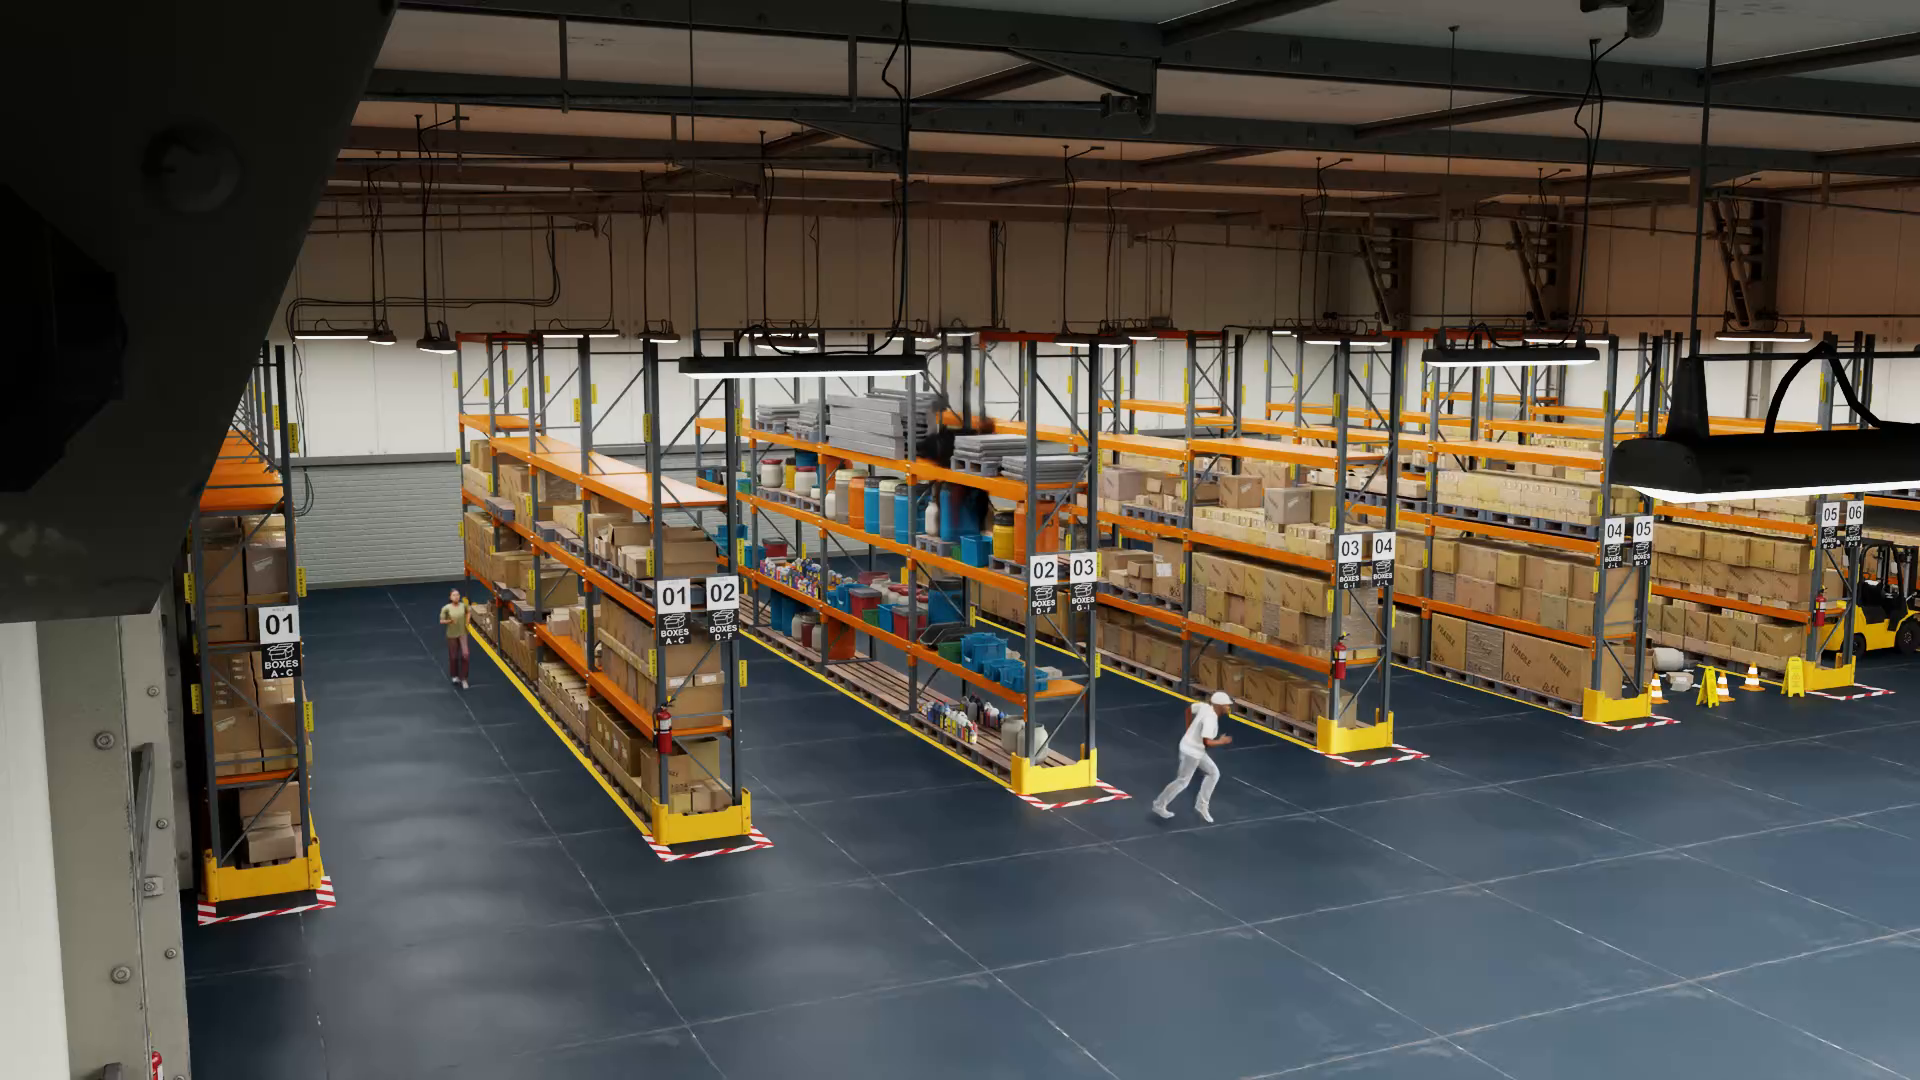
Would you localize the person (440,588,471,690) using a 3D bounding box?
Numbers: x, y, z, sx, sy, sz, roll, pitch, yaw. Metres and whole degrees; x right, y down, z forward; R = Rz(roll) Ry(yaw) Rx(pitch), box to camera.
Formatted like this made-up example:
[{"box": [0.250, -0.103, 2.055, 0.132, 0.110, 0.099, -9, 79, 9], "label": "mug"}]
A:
[{"box": [-8.601, 1.675, 28.431, 0.557, 1.714, 0.691, -4, 9, -25], "label": "person"}]

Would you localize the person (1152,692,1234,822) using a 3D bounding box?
[{"box": [2.920, 2.731, 20.893, 0.999, 1.698, 0.743, 1, 8, 5], "label": "person"}]

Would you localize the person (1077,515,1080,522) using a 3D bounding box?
[{"box": [2.621, 0.239, 38.915, 0.732, 1.731, 0.698, -1, 8, -9], "label": "person"}]
